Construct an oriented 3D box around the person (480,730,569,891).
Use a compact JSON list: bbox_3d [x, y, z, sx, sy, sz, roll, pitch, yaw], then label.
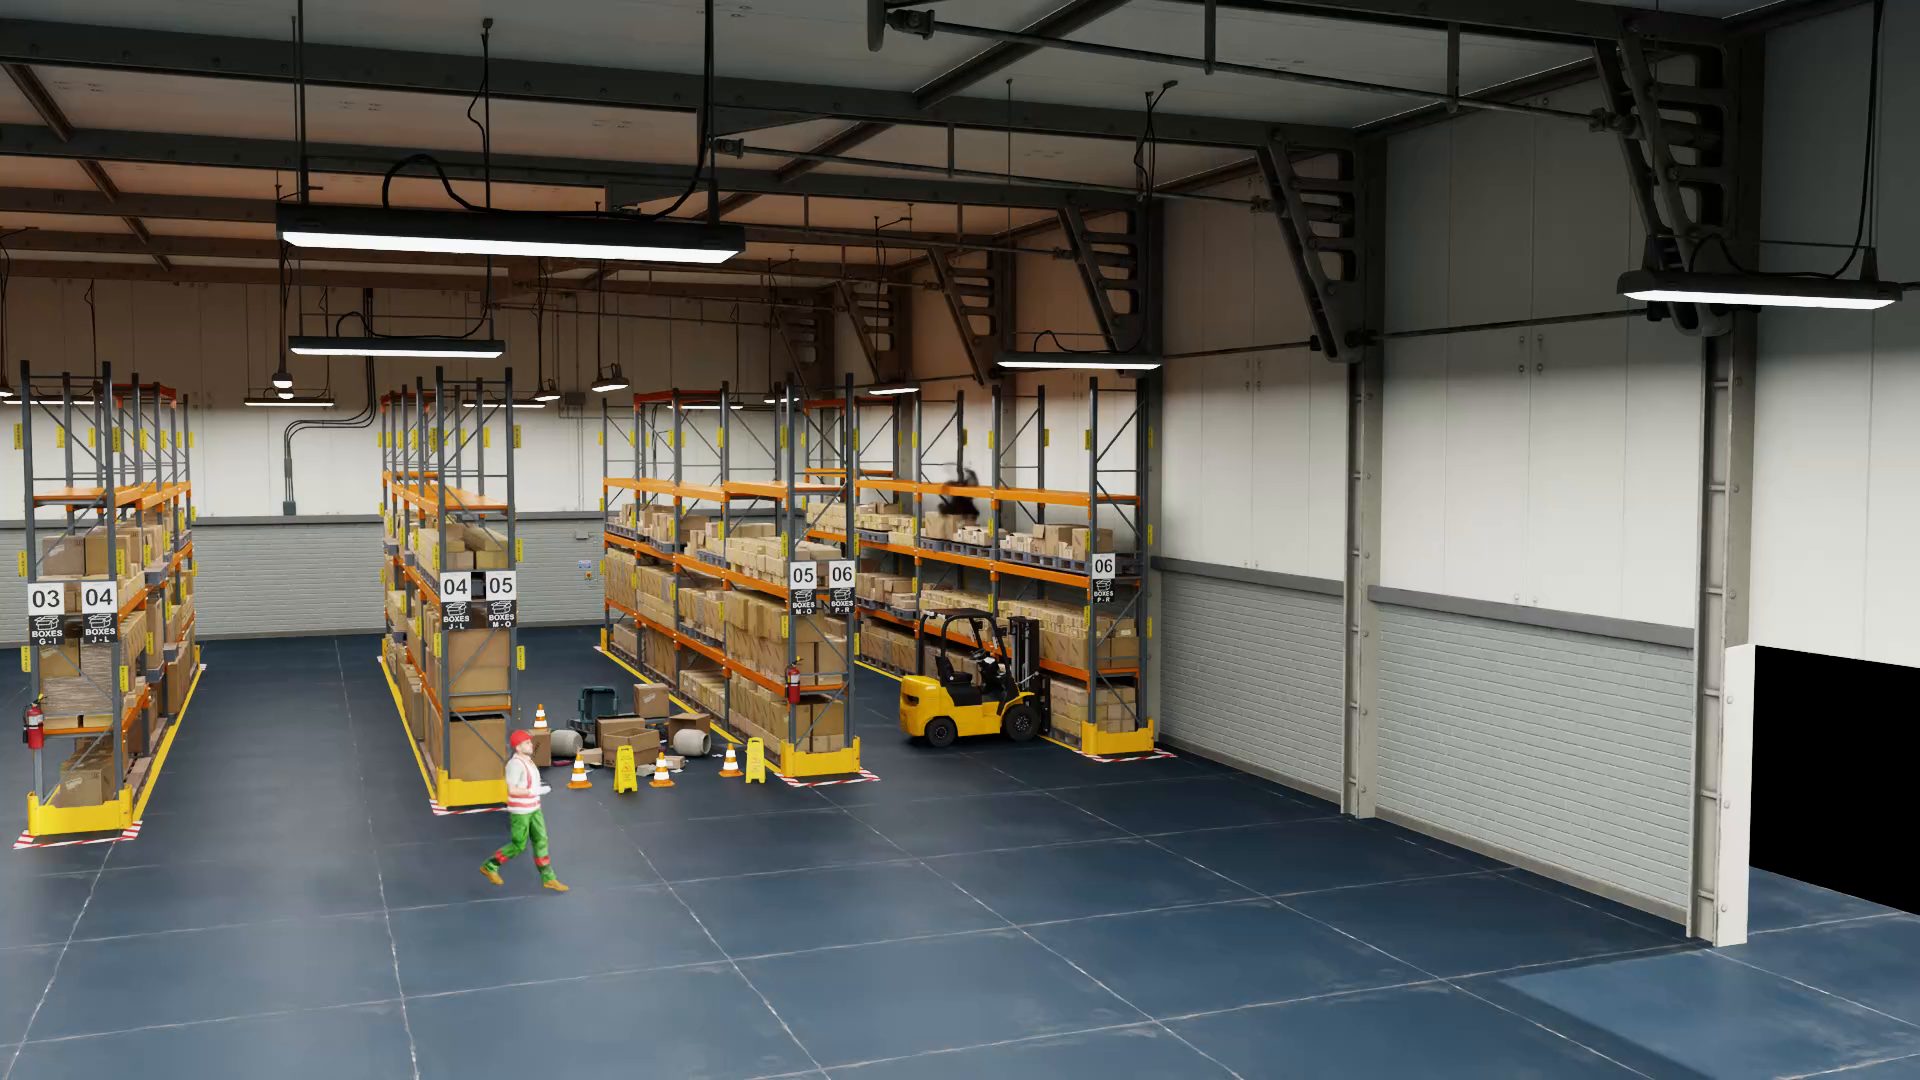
[{"bbox_3d":[-4.807,2.982,18.308,0.987,1.784,0.654,0,3,8],"label":"person"}]
